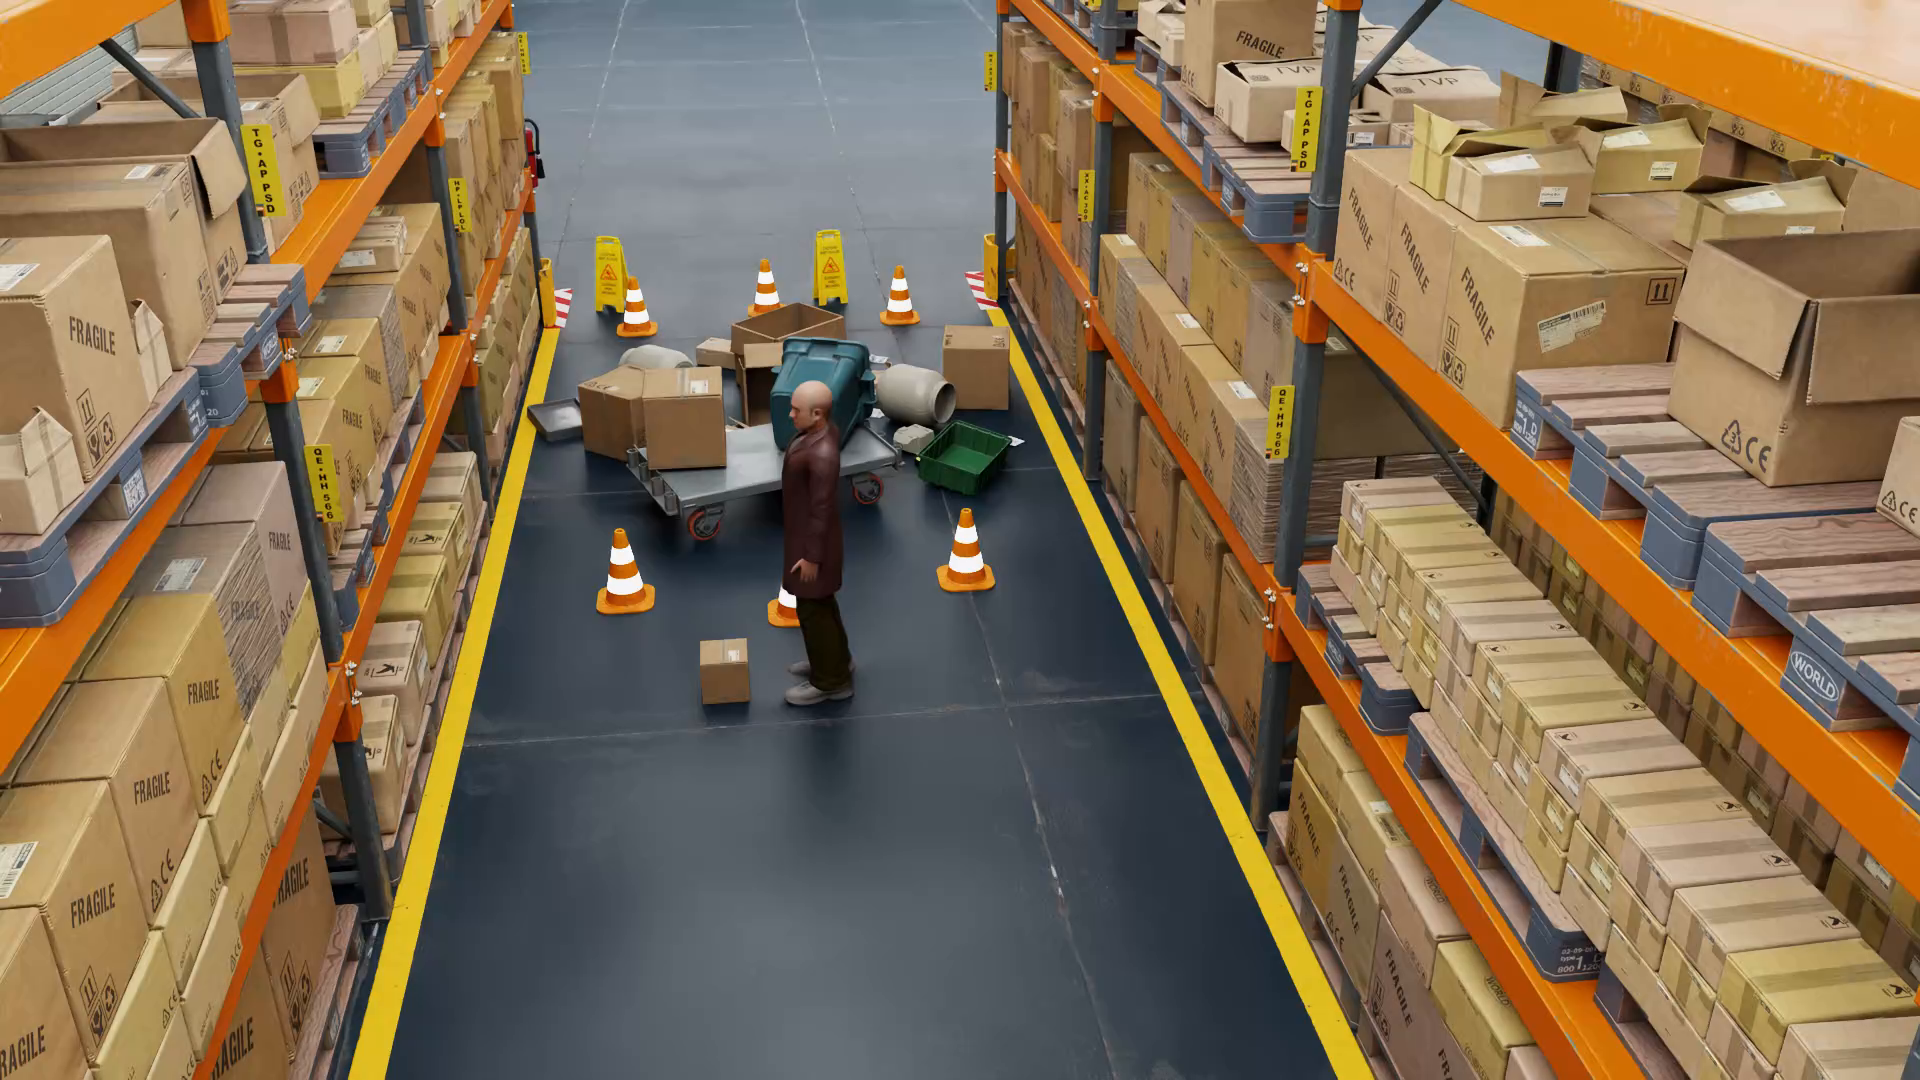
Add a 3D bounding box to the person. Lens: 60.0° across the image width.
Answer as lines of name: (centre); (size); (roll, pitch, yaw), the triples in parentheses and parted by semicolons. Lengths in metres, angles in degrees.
person: (-0.757, 0.021, 8.621); (0.399, 1.797, 0.563); (-3, 27, -6)
